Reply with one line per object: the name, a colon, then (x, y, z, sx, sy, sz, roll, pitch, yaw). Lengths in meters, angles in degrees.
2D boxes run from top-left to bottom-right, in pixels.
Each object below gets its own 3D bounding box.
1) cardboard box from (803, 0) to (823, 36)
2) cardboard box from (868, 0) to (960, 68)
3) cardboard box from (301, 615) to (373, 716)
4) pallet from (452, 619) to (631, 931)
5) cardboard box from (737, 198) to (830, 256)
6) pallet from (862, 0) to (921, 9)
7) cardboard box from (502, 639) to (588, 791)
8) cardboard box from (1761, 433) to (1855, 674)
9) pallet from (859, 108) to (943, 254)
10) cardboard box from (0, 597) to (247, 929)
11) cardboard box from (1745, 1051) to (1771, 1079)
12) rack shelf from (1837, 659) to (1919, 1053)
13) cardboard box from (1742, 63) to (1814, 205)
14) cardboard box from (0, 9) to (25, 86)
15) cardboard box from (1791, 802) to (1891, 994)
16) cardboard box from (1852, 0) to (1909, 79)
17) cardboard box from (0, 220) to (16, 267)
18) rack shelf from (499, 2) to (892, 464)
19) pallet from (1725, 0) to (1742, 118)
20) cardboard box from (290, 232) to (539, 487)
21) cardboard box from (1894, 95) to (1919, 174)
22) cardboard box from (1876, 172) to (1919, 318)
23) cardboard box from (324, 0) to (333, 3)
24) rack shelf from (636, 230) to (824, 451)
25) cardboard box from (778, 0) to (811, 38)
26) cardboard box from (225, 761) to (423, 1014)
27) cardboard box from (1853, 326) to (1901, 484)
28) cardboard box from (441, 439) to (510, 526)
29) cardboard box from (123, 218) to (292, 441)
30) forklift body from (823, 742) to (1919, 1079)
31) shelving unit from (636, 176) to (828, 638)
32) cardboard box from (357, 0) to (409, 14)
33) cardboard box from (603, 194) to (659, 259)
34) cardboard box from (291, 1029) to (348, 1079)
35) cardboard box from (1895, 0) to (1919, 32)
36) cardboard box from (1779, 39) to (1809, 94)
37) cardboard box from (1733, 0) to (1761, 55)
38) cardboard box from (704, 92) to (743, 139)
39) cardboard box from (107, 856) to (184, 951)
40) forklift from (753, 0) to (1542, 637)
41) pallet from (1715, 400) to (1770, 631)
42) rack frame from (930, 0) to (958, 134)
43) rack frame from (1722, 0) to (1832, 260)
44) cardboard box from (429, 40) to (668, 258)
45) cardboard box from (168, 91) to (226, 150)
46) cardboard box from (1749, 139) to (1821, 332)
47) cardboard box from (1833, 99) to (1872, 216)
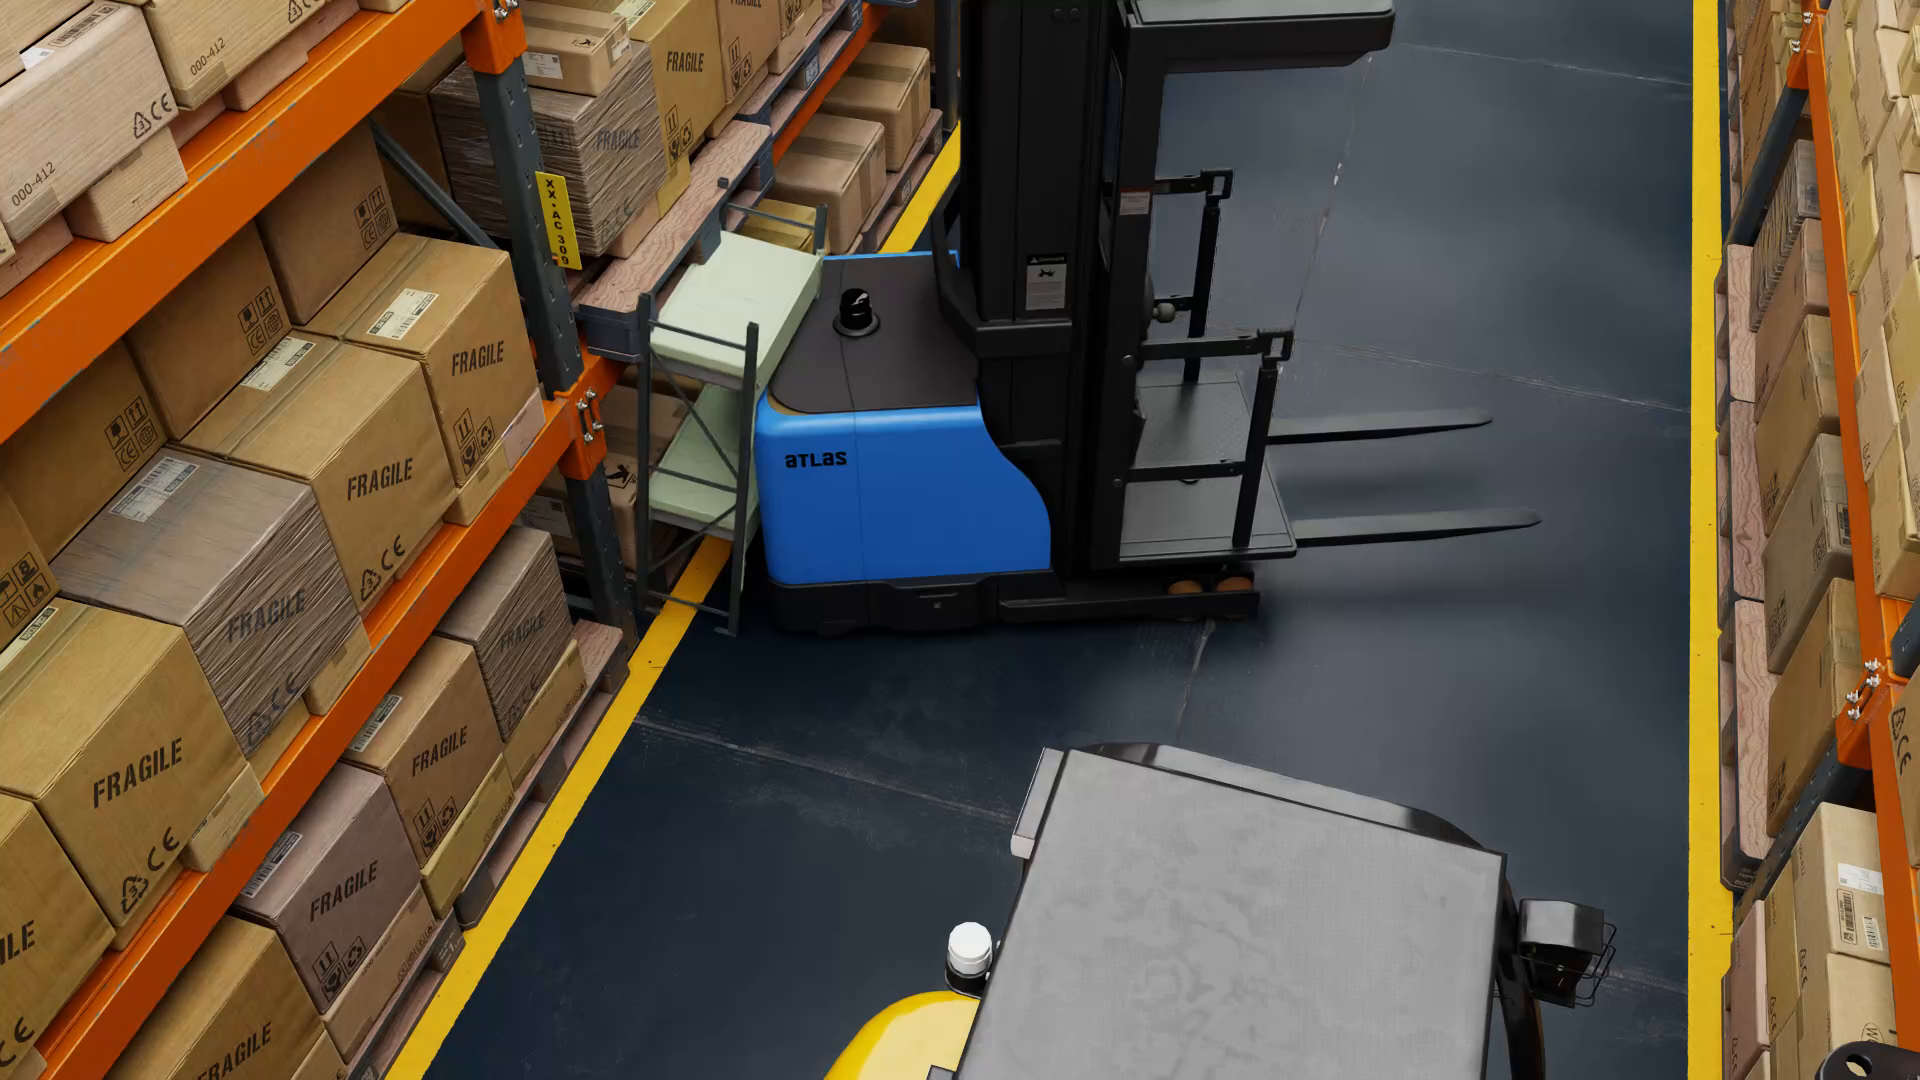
cardboard box: (-0.775, -2.158, 6.690, 0.380, 0.149, 0.250, 11, 45, 11)
cardboard box: (-0.218, -3.249, 9.144, 0.875, 0.875, 0.875, 12, 46, 12)
cardboard box: (-1.829, 0.297, 4.481, 0.380, 0.149, 0.250, 12, 46, 12)
pallet: (-1.887, 0.703, 5.881, 1.003, 0.211, 1.213, 13, 46, 13)
cardboard box: (-1.138, -1.254, 7.465, 0.950, 0.372, 0.625, 14, 46, 14)
pallet: (-0.621, -2.849, 7.654, 1.213, 0.211, 1.003, 13, 46, 13)
cardboard box: (-1.640, 0.535, 5.725, 0.500, 0.250, 0.500, 14, 46, 14)
cardboard box: (3.404, 0.133, 5.867, 0.875, 0.625, 0.625, 12, 46, 12)
pallet: (-0.744, -1.898, 8.539, 1.003, 0.211, 1.213, 13, 46, 13)
cardboard box: (-2.068, 0.492, 3.819, 0.500, 0.500, 0.500, 12, 46, 12)
cardboard box: (2.413, 1.727, 4.507, 0.500, 0.250, 0.500, 12, 46, 12)
rack shelf: (2.408, 1.890, 3.188, 1.077, 0.370, 4.000, 13, 46, 13)
cardboard box: (4.149, -1.951, 8.086, 0.500, 0.500, 0.500, 14, 46, 14)
cardboard box: (-1.934, -0.880, 2.969, 0.380, 0.149, 0.250, 13, 46, 13)
cardboard box: (2.569, 1.031, 4.502, 0.500, 0.250, 0.500, 12, 46, 12)
cardboard box: (3.706, -1.914, 6.311, 0.500, 0.250, 0.500, 14, 46, 14)
cardboard box: (-2.054, -0.507, 2.873, 0.500, 0.250, 0.500, 13, 46, 13)
rack shelf: (-1.112, -1.825, 6.985, 1.077, 0.370, 4.000, 13, 46, 13)
pallet: (4.859, -2.670, 9.328, 1.003, 0.211, 1.213, 13, 46, 13)
cardboard box: (-1.615, -0.542, 4.875, 0.500, 0.500, 0.500, 11, 46, 11)
cardboard box: (3.271, -1.294, 5.392, 0.380, 0.149, 0.250, 11, 46, 11)
cardboard box: (3.228, -0.891, 5.265, 0.500, 0.250, 0.500, 13, 46, 13)
cardboard box: (-1.595, -1.521, 3.910, 0.500, 0.250, 0.500, 12, 46, 12)
rack shelf: (-0.796, -0.727, 5.825, 0.431, 0.370, 0.720, 16, 45, 4)
cardboard box: (-0.843, -2.298, 6.370, 0.500, 0.500, 0.500, 11, 45, 11)
cardboard box: (-1.947, 0.947, 4.768, 0.500, 0.500, 0.500, 15, 46, 15)
cardboard box: (3.064, -0.374, 5.095, 0.500, 0.250, 0.500, 12, 46, 12)
cardboard box: (-1.593, -0.213, 5.002, 0.380, 0.149, 0.250, 13, 46, 13)
cardboard box: (-2.233, -0.665, 4.286, 0.700, 0.500, 0.500, 13, 46, 13)
forklift body: (0.638, 1.619, 3.558, 2.313, 2.155, 1.214, 13, 46, 13)
shelving unit: (-0.850, -0.454, 6.099, 0.431, 1.500, 0.755, 16, 45, 4)
cardboard box: (-1.522, -1.456, 4.128, 0.380, 0.149, 0.250, 13, 46, 13)
cardboard box: (-1.249, -1.111, 5.620, 0.380, 0.149, 0.250, 13, 46, 13)
cardboard box: (-2.106, 1.566, 4.671, 0.500, 0.250, 0.500, 15, 46, 15)
cardboard box: (3.648, -1.952, 6.065, 0.380, 0.149, 0.250, 13, 46, 13)
cardboard box: (4.134, -2.238, 7.915, 0.380, 0.149, 0.250, 10, 45, 11)
cardboard box: (4.606, -2.981, 9.139, 0.500, 0.500, 0.500, 11, 45, 11)
cardboard box: (-1.034, -1.643, 6.164, 0.380, 0.149, 0.250, 13, 46, 13)
cardboard box: (-2.110, 0.796, 3.971, 0.380, 0.149, 0.250, 11, 46, 11)
forklift: (0.740, -1.101, 5.780, 3.031, 2.935, 1.130, -4, 44, -4)
pallet: (3.568, -0.019, 6.618, 1.003, 0.211, 1.213, 13, 46, 13)
rack frame: (-0.506, -3.415, 8.095, 1.000, 3.000, 0.127, 13, 46, 13)
rack frame: (4.225, -2.366, 7.024, 1.000, 3.000, 0.127, 13, 46, 13)
cardboard box: (-1.302, -1.293, 5.342, 0.500, 0.500, 0.500, 14, 46, 14)
cardboard box: (-1.859, -0.972, 3.634, 0.380, 0.149, 0.250, 11, 45, 11)
cardboard box: (4.024, -1.255, 7.285, 0.875, 0.625, 0.625, 14, 46, 14)
cardboard box: (3.552, -1.390, 6.133, 0.500, 0.250, 0.500, 11, 45, 11)
